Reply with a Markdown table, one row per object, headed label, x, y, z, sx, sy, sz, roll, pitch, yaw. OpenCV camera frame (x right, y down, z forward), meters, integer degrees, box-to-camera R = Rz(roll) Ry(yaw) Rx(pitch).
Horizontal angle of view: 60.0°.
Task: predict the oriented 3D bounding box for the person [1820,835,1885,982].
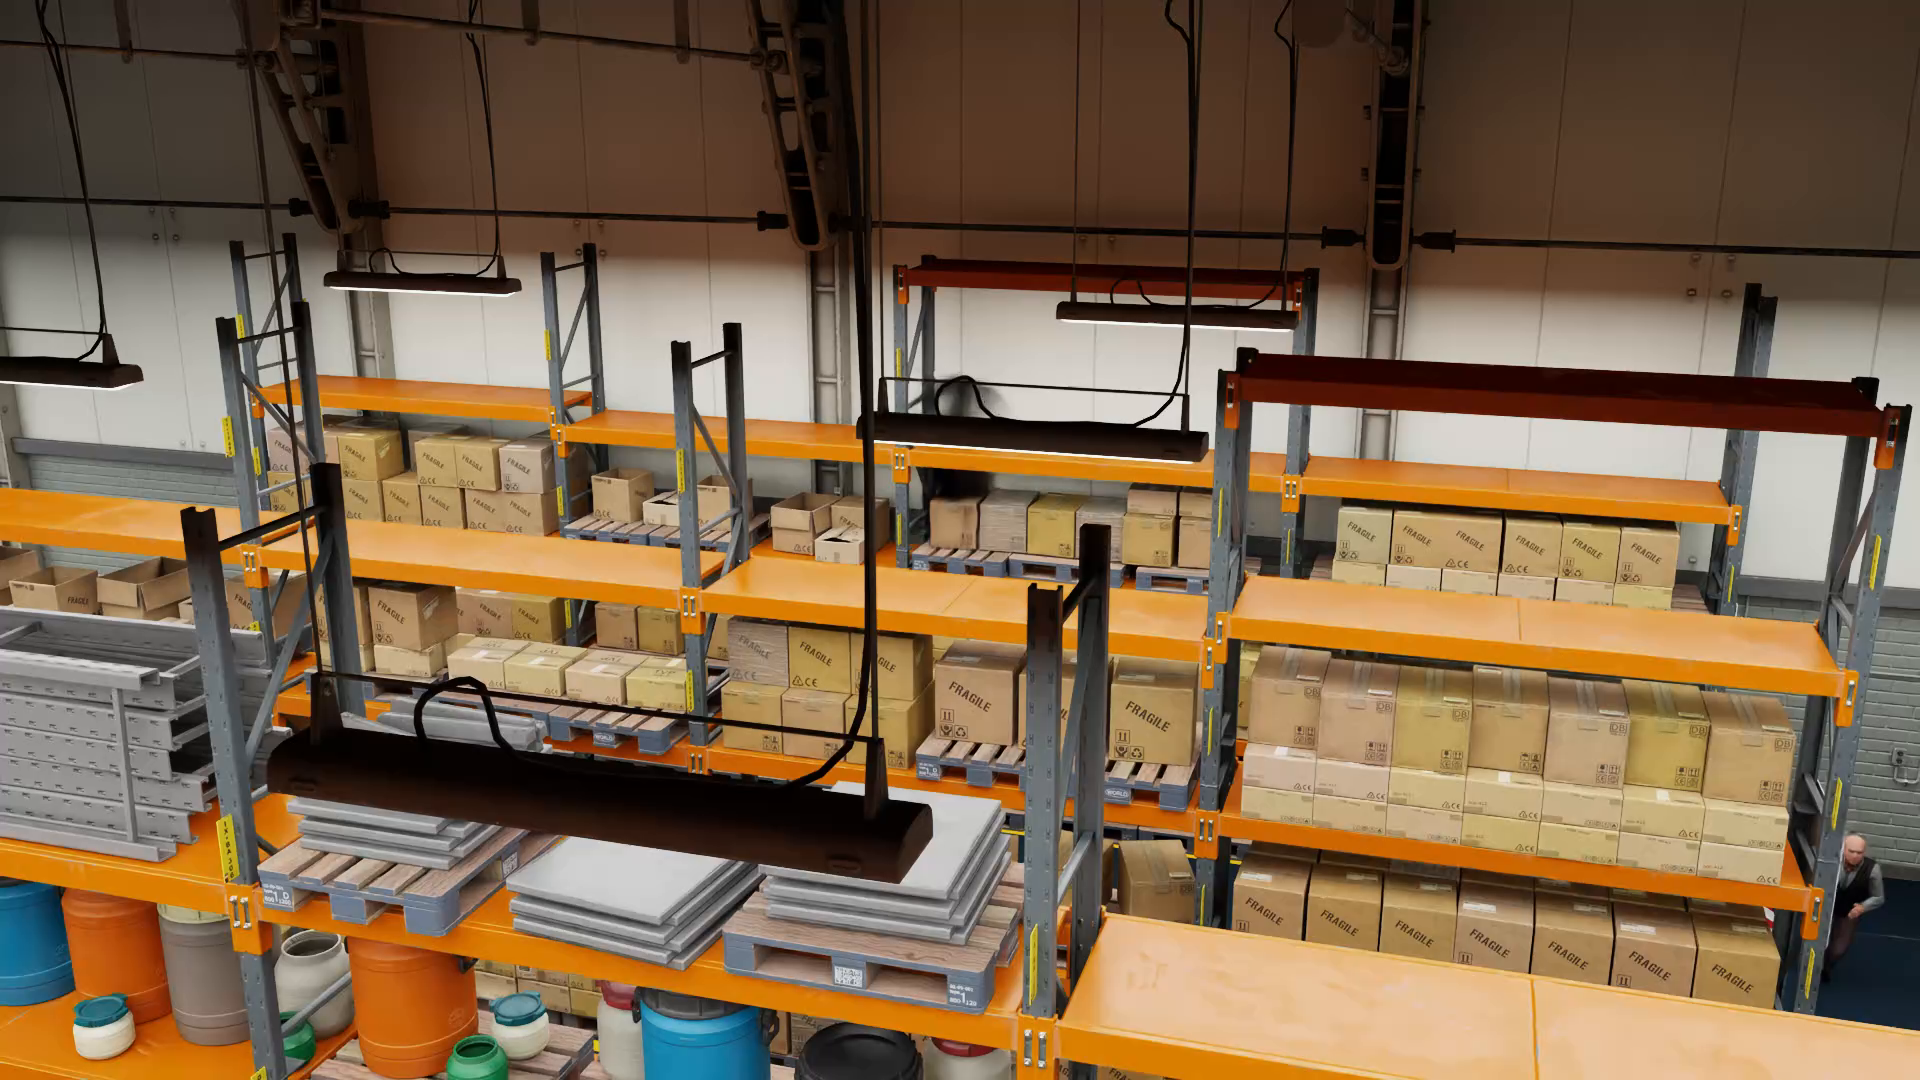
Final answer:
| label | x | y | z | sx | sy | sz | roll | pitch | yaw |
| --- | --- | --- | --- | --- | --- | --- | --- | --- | --- |
| person | 7.710 | 3.260 | 14.602 | 0.647 | 1.588 | 0.886 | 7 | 17 | 22 |
